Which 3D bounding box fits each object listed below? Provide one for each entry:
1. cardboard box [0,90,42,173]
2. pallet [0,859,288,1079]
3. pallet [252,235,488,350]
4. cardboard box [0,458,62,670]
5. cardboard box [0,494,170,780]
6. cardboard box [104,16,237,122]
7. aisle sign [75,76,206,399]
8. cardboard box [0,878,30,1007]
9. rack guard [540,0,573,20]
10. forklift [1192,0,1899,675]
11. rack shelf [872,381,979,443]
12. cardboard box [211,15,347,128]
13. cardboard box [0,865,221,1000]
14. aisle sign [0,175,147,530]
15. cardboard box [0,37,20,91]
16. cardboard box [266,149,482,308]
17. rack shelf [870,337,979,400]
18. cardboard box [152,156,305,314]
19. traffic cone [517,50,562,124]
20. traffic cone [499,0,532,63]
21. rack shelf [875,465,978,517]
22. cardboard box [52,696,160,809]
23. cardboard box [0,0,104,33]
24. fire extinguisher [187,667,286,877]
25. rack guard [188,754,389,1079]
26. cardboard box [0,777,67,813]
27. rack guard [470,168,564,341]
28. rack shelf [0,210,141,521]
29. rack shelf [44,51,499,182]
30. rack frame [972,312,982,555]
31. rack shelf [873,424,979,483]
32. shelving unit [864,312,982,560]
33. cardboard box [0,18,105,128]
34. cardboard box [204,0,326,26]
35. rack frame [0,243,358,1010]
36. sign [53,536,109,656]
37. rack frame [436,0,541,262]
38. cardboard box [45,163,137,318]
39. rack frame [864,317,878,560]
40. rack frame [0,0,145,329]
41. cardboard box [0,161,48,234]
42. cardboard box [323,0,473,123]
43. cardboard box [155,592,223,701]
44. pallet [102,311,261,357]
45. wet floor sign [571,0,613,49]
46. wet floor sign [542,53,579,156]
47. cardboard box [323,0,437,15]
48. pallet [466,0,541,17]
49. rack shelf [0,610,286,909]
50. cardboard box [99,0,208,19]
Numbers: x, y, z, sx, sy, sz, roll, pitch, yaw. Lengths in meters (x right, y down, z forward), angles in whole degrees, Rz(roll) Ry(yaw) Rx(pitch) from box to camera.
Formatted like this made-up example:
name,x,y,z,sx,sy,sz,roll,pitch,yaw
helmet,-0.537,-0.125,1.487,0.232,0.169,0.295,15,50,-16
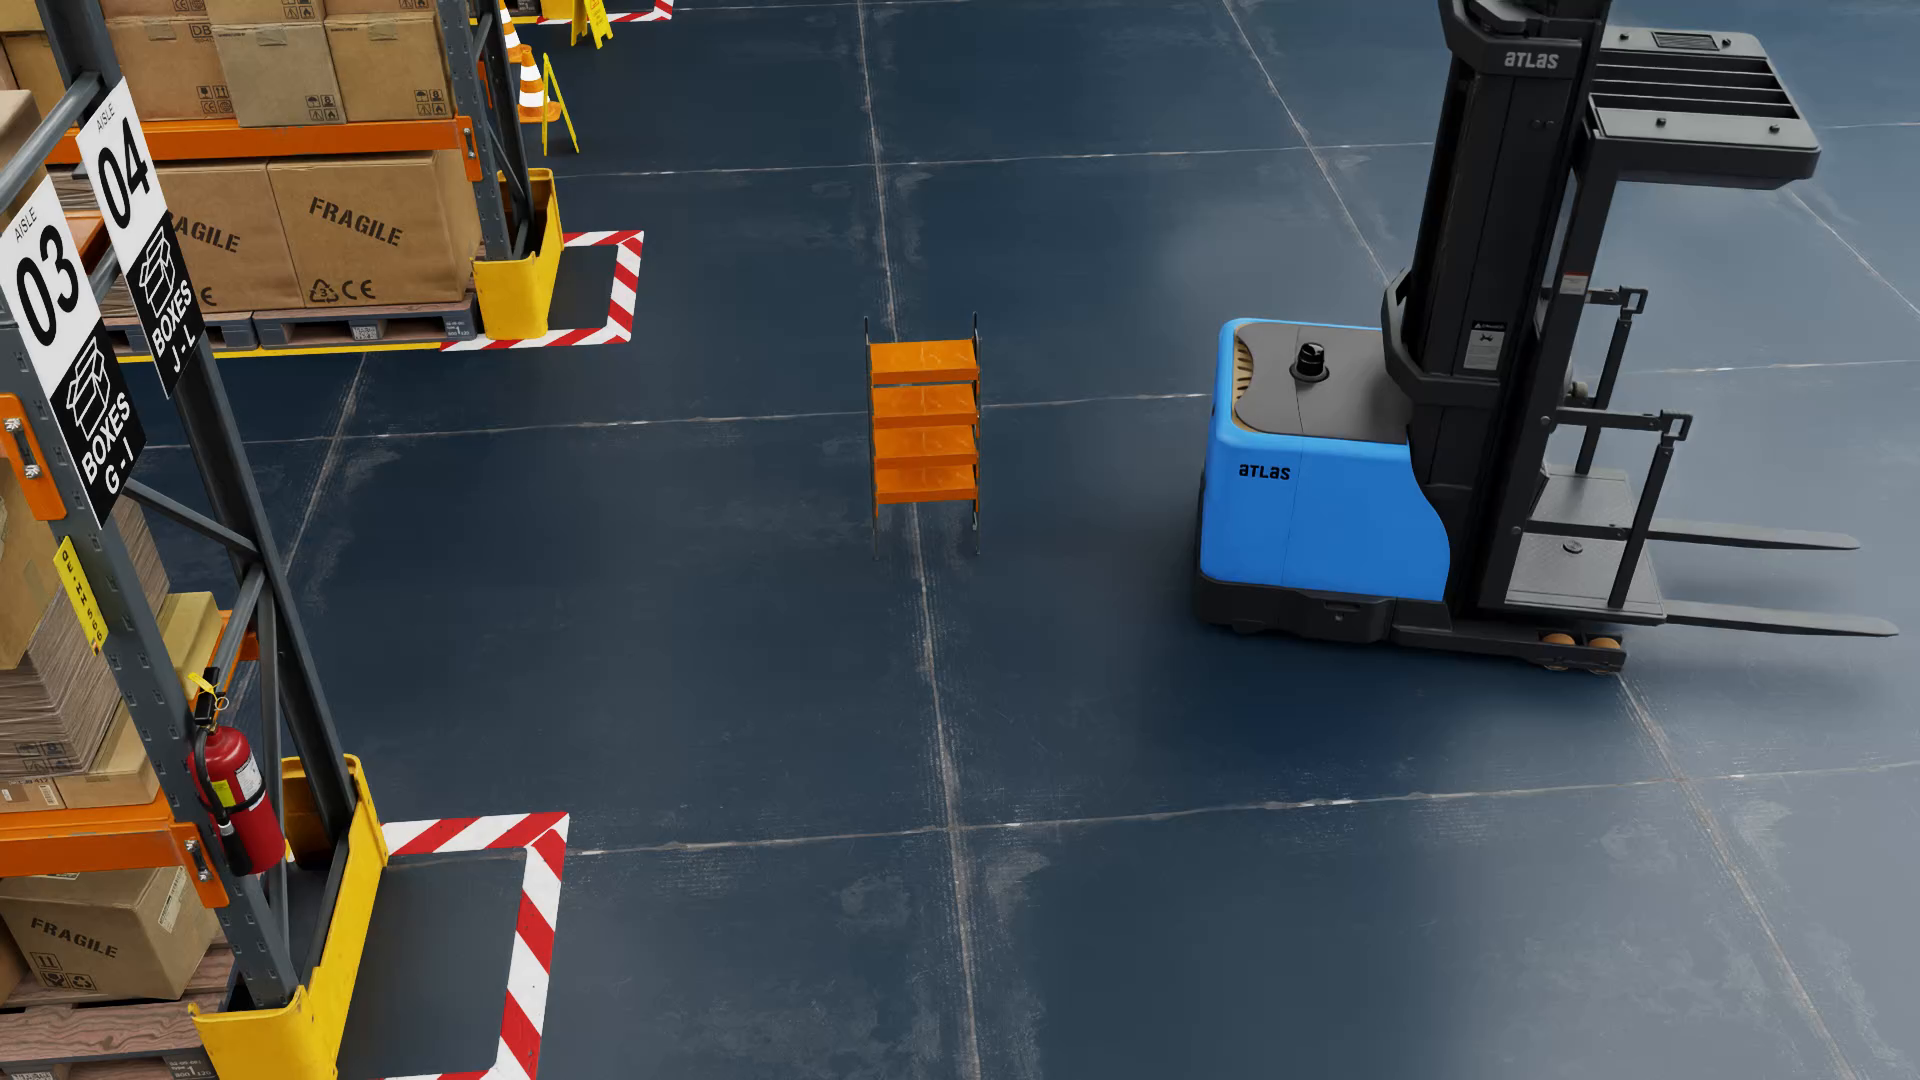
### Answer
name,x,y,z,sx,sy,sz,roll,pitch,yaw
cardboard box,-2.581,-1.021,4.322,0.250,0.149,0.380,-3,38,-4
pallet,-3.175,1.503,5.996,1.213,0.211,1.003,-3,38,-4
pallet,-3.415,-1.497,9.799,1.213,0.211,1.003,-3,38,-4
cardboard box,-2.813,0.016,4.502,0.500,0.500,0.500,-3,38,-4
cardboard box,-2.837,0.239,5.027,0.500,0.500,0.875,-3,38,-4
cardboard box,-4.106,-2.698,8.948,0.550,0.550,0.875,-3,38,-4
aisle sign,-2.251,-0.827,4.600,0.004,0.787,0.394,-3,38,-4
cardboard box,-3.502,1.276,5.712,0.500,0.500,0.500,6,39,8
rack guard,-3.240,-4.747,13.685,0.348,0.500,1.175,-3,38,-4
forklift,2.619,-0.911,6.861,3.031,2.935,1.130,5,39,7
rack shelf,-0.165,-0.585,7.592,0.480,0.148,0.258,-3,38,-4
cardboard box,-3.537,-2.651,8.889,0.550,0.550,0.875,-3,38,-4
cardboard box,-2.910,1.222,5.780,0.500,0.500,0.500,4,38,4
aisle sign,-2.198,-0.457,4.131,0.004,0.787,0.394,-3,38,-4
cardboard box,-5.149,-2.552,8.764,0.550,0.550,0.875,-3,38,-4
cardboard box,-3.295,-1.937,9.481,0.875,0.875,0.875,-3,38,-4
rack shelf,-0.165,-0.770,7.445,0.480,0.148,0.258,-3,38,-4
cardboard box,-4.171,-1.887,9.419,0.875,0.875,0.875,-4,38,-5
traffic cone,-3.041,-3.251,11.819,0.334,0.463,0.336,-3,38,-4
traffic cone,-3.478,-3.917,12.663,0.334,0.463,0.336,-3,38,-4
rack shelf,-0.165,-0.253,7.853,0.480,0.148,0.258,-3,38,-4
cardboard box,-2.552,0.623,5.063,0.250,0.149,0.380,-3,38,-4
cardboard box,-4.624,-3.027,8.494,0.500,0.550,0.875,-3,38,-4
fire extinguisher,-2.132,0.690,4.838,0.183,0.674,0.296,-3,38,-4
rack guard,-2.362,1.367,5.936,0.348,0.500,1.175,-3,38,-4
cardboard box,-2.801,0.637,5.046,0.250,0.149,0.380,-3,38,-4
rack guard,-2.601,-1.704,9.828,0.348,0.500,1.175,-3,38,-4
rack shelf,-4.279,-0.404,4.321,4.000,0.370,1.077,-3,38,-4
rack shelf,-4.617,-2.292,9.136,4.000,0.370,1.077,-3,38,-4
rack frame,0.078,-0.475,7.706,0.015,1.200,0.240,-3,38,-4
rack shelf,-0.165,-0.409,7.730,0.480,0.148,0.258,-3,38,-4
shelving unit,-0.165,-0.462,7.689,0.503,1.200,0.258,-3,38,-4
cardboard box,-4.630,-2.643,8.879,0.500,0.550,0.875,-3,38,-4
cardboard box,-3.538,-3.083,8.565,0.550,0.550,0.875,-3,38,-4
rack frame,-2.287,0.382,5.167,0.127,3.000,1.000,-3,38,-4
sign,-2.257,0.147,4.275,0.005,0.325,0.100,-3,38,-4
rack frame,-2.625,-2.684,9.052,0.127,3.000,1.000,-3,38,-4
cardboard box,-5.079,-1.838,9.357,0.875,0.875,0.875,-3,38,-4
rack frame,-0.408,-0.449,7.672,0.015,1.200,0.240,-3,38,-4
rack frame,-2.287,-1.973,3.308,0.127,3.000,1.000,-3,38,-4
cardboard box,-2.789,-0.870,4.453,0.500,0.250,0.500,-2,38,-3
cardboard box,-2.991,-2.695,8.944,0.550,0.550,0.875,-3,38,-4
cardboard box,-2.592,0.349,5.411,0.250,0.149,0.380,-3,38,-4
pallet,-4.627,-1.432,9.717,1.213,0.211,1.003,-3,38,-4
wet floor sign,-2.880,-4.159,12.822,0.232,0.644,0.267,9,39,12
wet floor sign,-2.772,-2.983,11.332,0.232,0.644,0.267,-9,39,-12
cardboard box,-2.998,-3.170,8.676,0.550,0.550,0.875,-3,38,-4
pallet,-4.052,-4.611,13.746,1.213,0.211,1.003,-3,38,-4
rack shelf,-4.279,0.774,5.250,4.000,0.370,1.077,-3,38,-4
cardboard box,-4.108,-3.136,8.633,0.550,0.550,0.875,-3,38,-4
